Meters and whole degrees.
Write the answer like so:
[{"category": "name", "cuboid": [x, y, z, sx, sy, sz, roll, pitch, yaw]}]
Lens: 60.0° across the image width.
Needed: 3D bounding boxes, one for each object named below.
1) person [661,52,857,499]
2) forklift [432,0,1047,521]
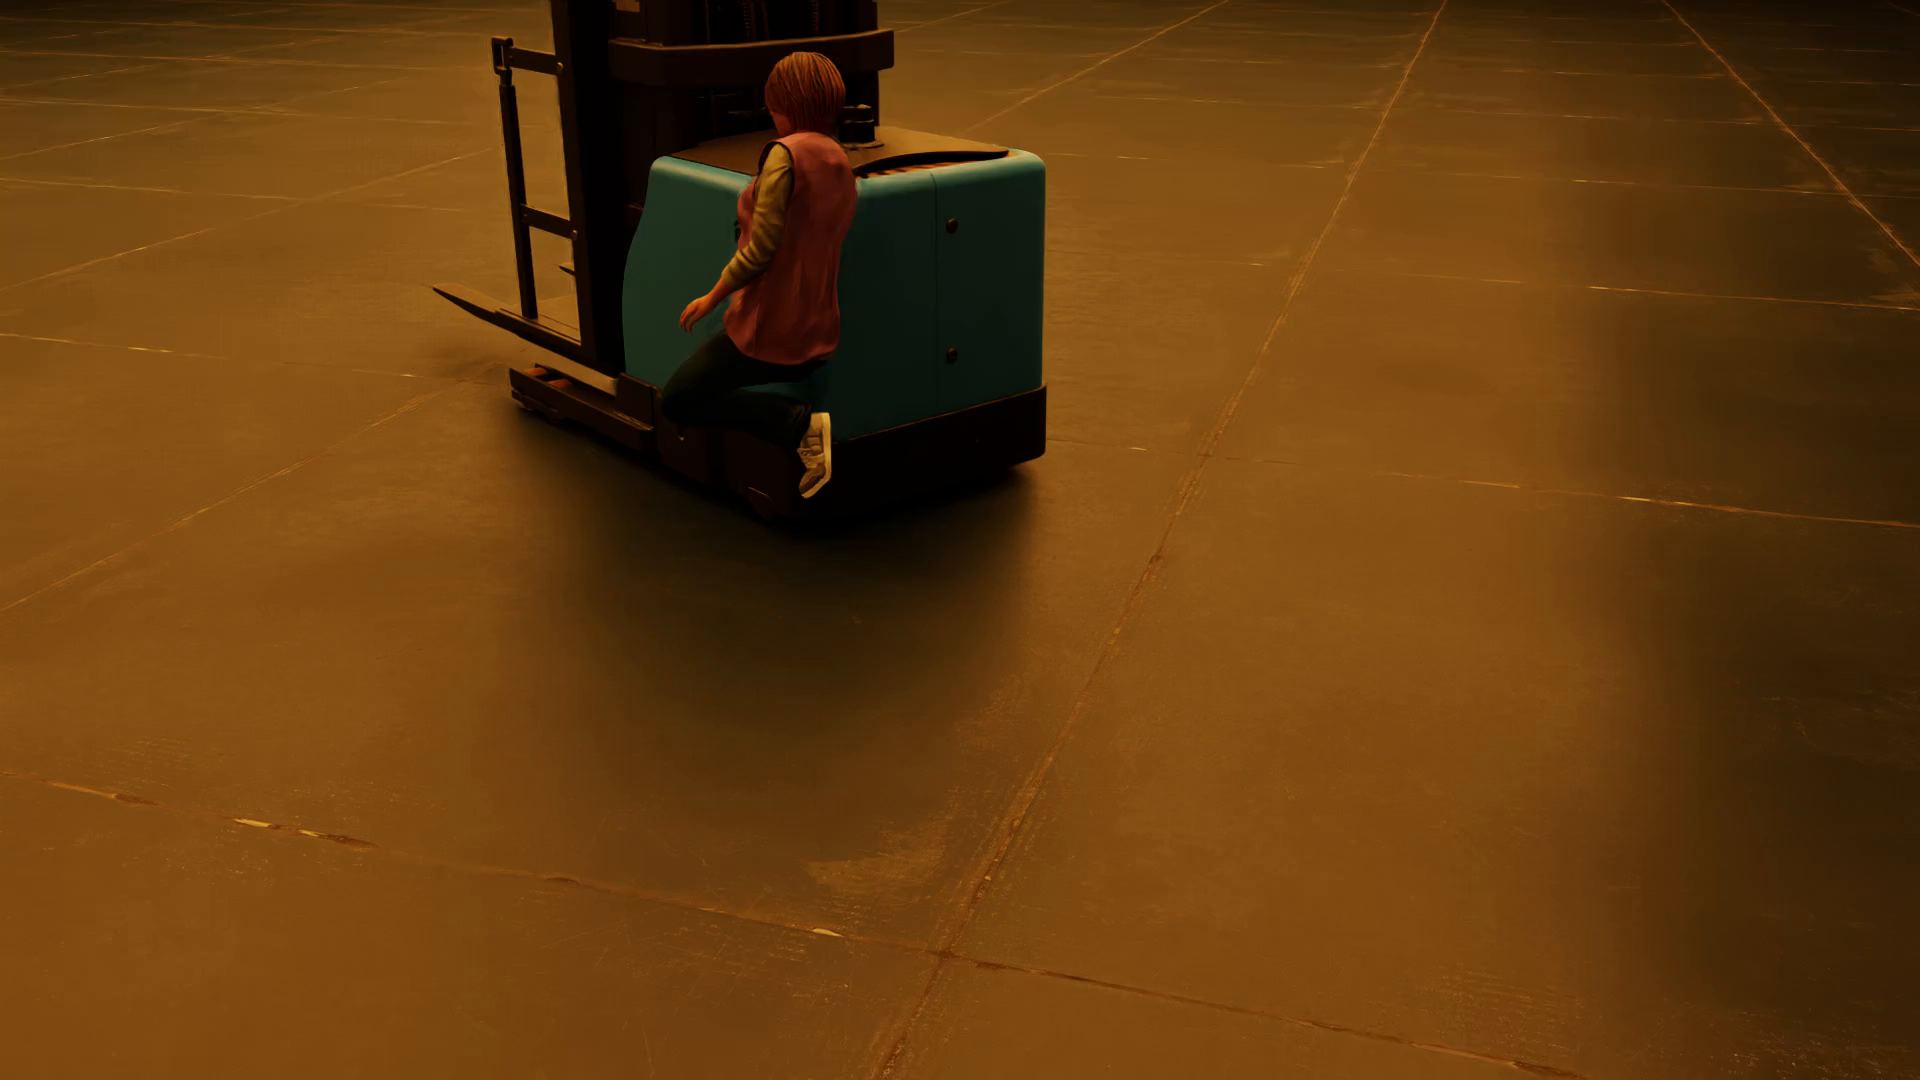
[{"category": "person", "cuboid": [-0.554, -0.624, 4.862, 0.597, 1.340, 0.682, 13, 26, 29]}, {"category": "forklift", "cuboid": [-1.050, -1.896, 5.873, 1.130, 2.935, 3.031, -18, 29, -37]}]
